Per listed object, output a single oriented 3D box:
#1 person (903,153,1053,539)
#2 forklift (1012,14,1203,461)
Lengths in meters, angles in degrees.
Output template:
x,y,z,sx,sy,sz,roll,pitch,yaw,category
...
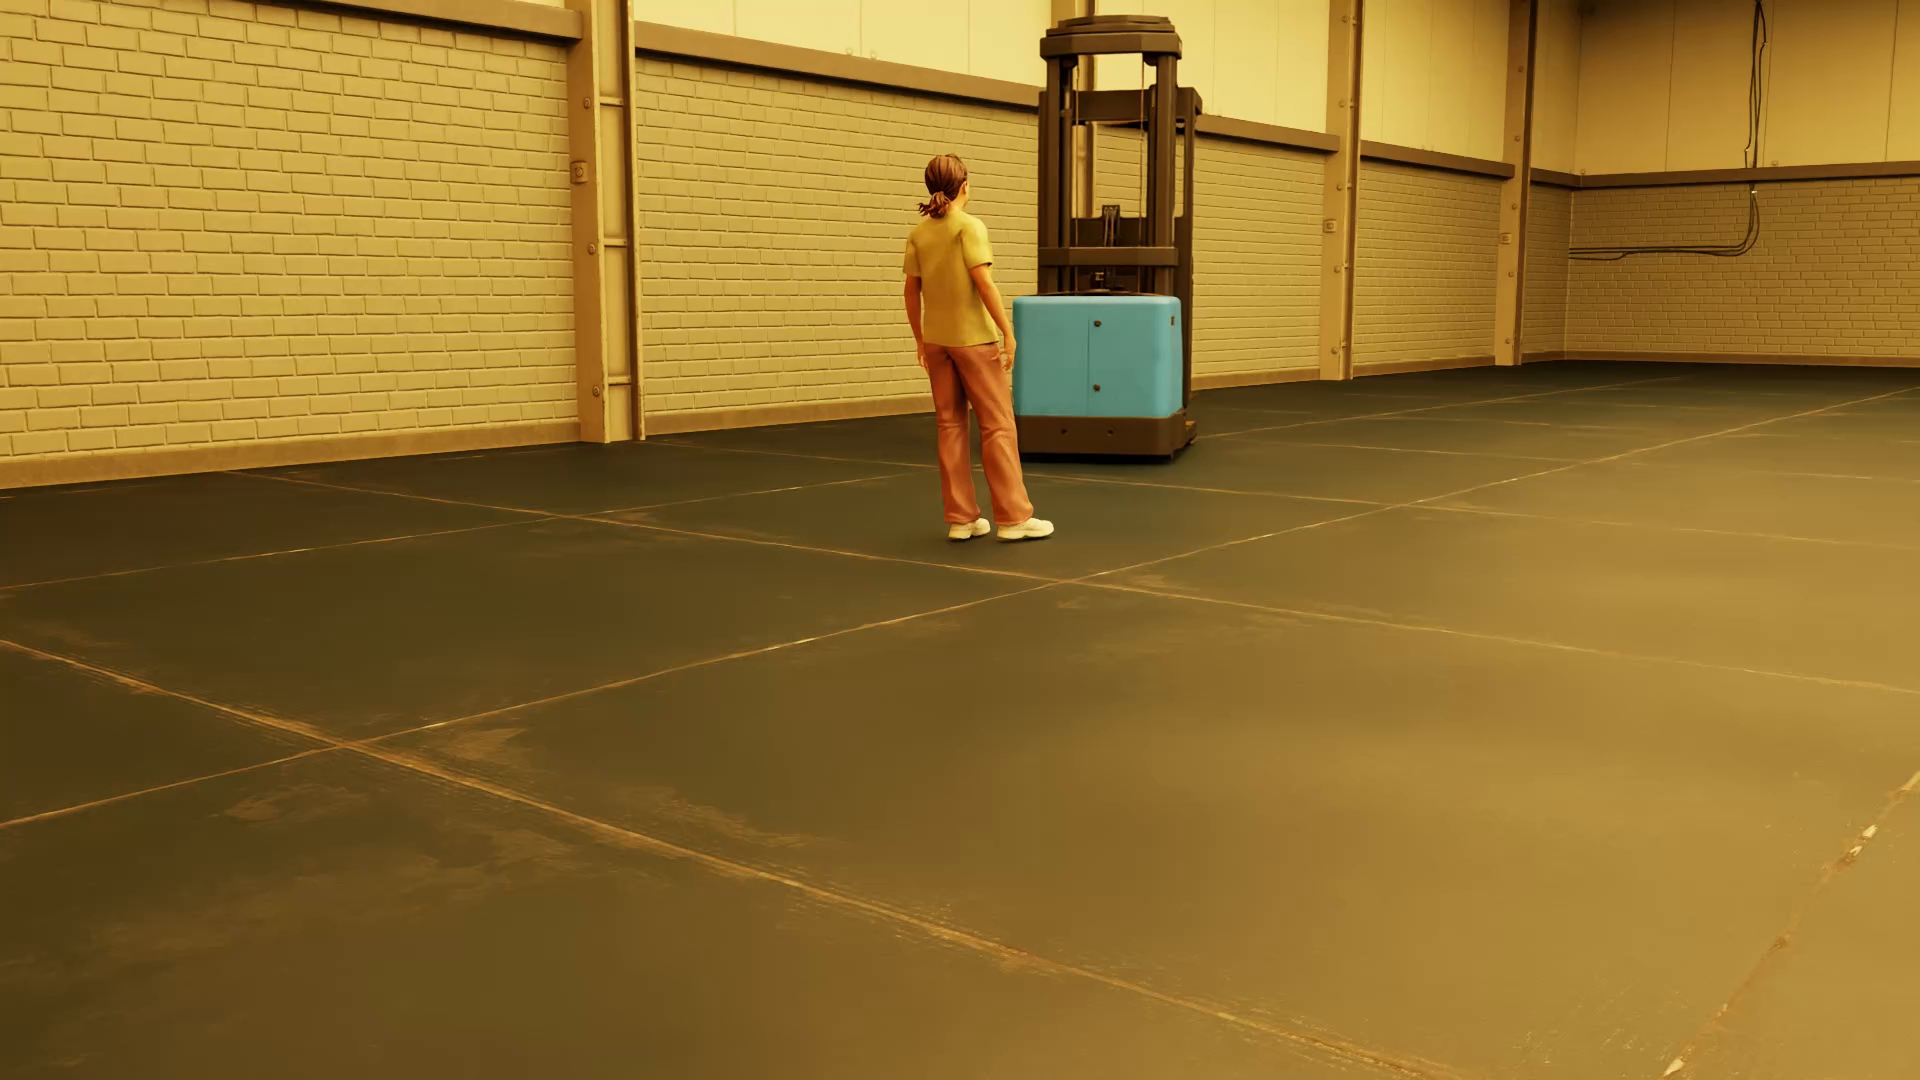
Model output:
x,y,z,sx,sy,sz,roll,pitch,yaw,category
0.056,-0.844,7.332,0.553,1.675,0.549,7,11,38,person
1.143,-2.146,11.946,1.130,2.935,3.031,2,9,12,forklift
